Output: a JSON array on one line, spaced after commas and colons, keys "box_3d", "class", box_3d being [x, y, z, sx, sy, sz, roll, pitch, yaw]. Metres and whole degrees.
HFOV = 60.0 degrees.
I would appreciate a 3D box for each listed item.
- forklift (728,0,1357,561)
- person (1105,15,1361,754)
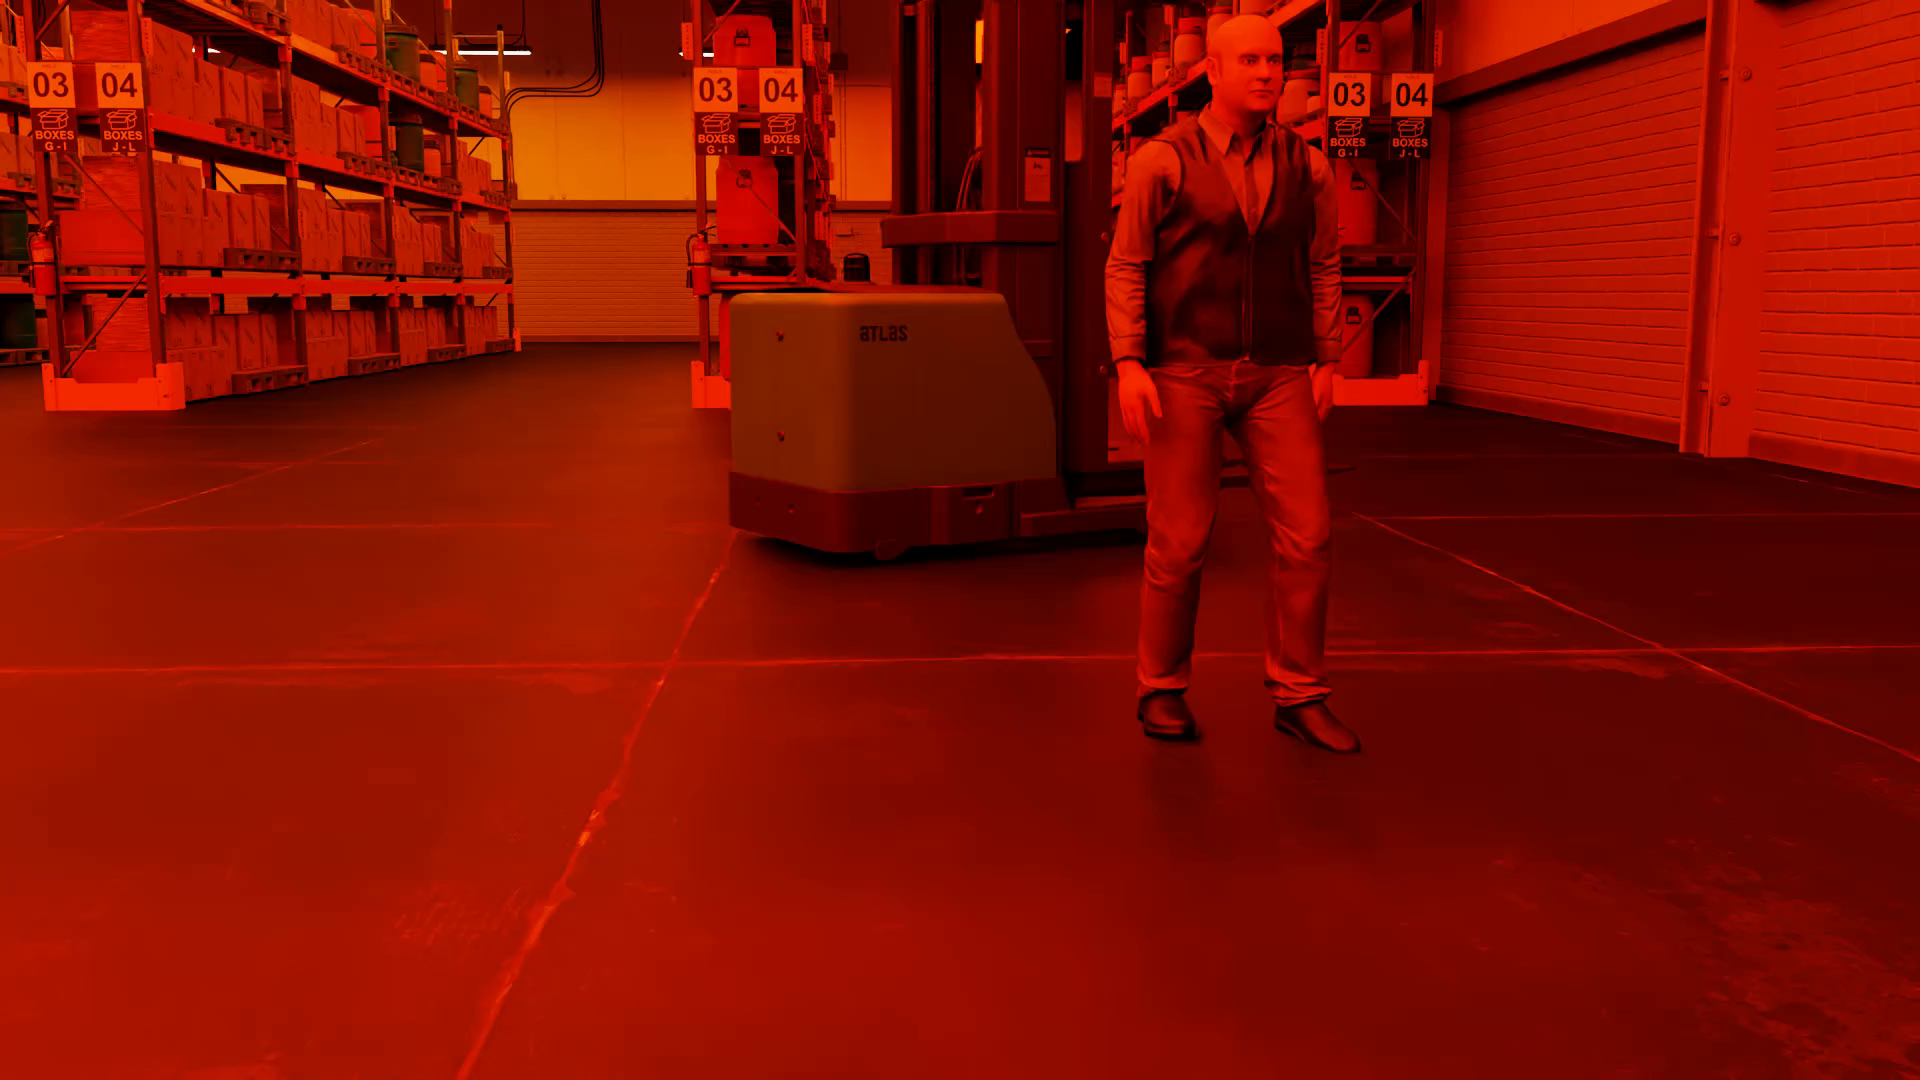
[{"box_3d": [0.507, -1.507, 7.480, 3.031, 2.935, 1.130, -5, 10, -32], "class": "forklift"}, {"box_3d": [0.655, -0.361, 3.990, 0.605, 1.739, 0.485, -1, 9, -10], "class": "person"}]
